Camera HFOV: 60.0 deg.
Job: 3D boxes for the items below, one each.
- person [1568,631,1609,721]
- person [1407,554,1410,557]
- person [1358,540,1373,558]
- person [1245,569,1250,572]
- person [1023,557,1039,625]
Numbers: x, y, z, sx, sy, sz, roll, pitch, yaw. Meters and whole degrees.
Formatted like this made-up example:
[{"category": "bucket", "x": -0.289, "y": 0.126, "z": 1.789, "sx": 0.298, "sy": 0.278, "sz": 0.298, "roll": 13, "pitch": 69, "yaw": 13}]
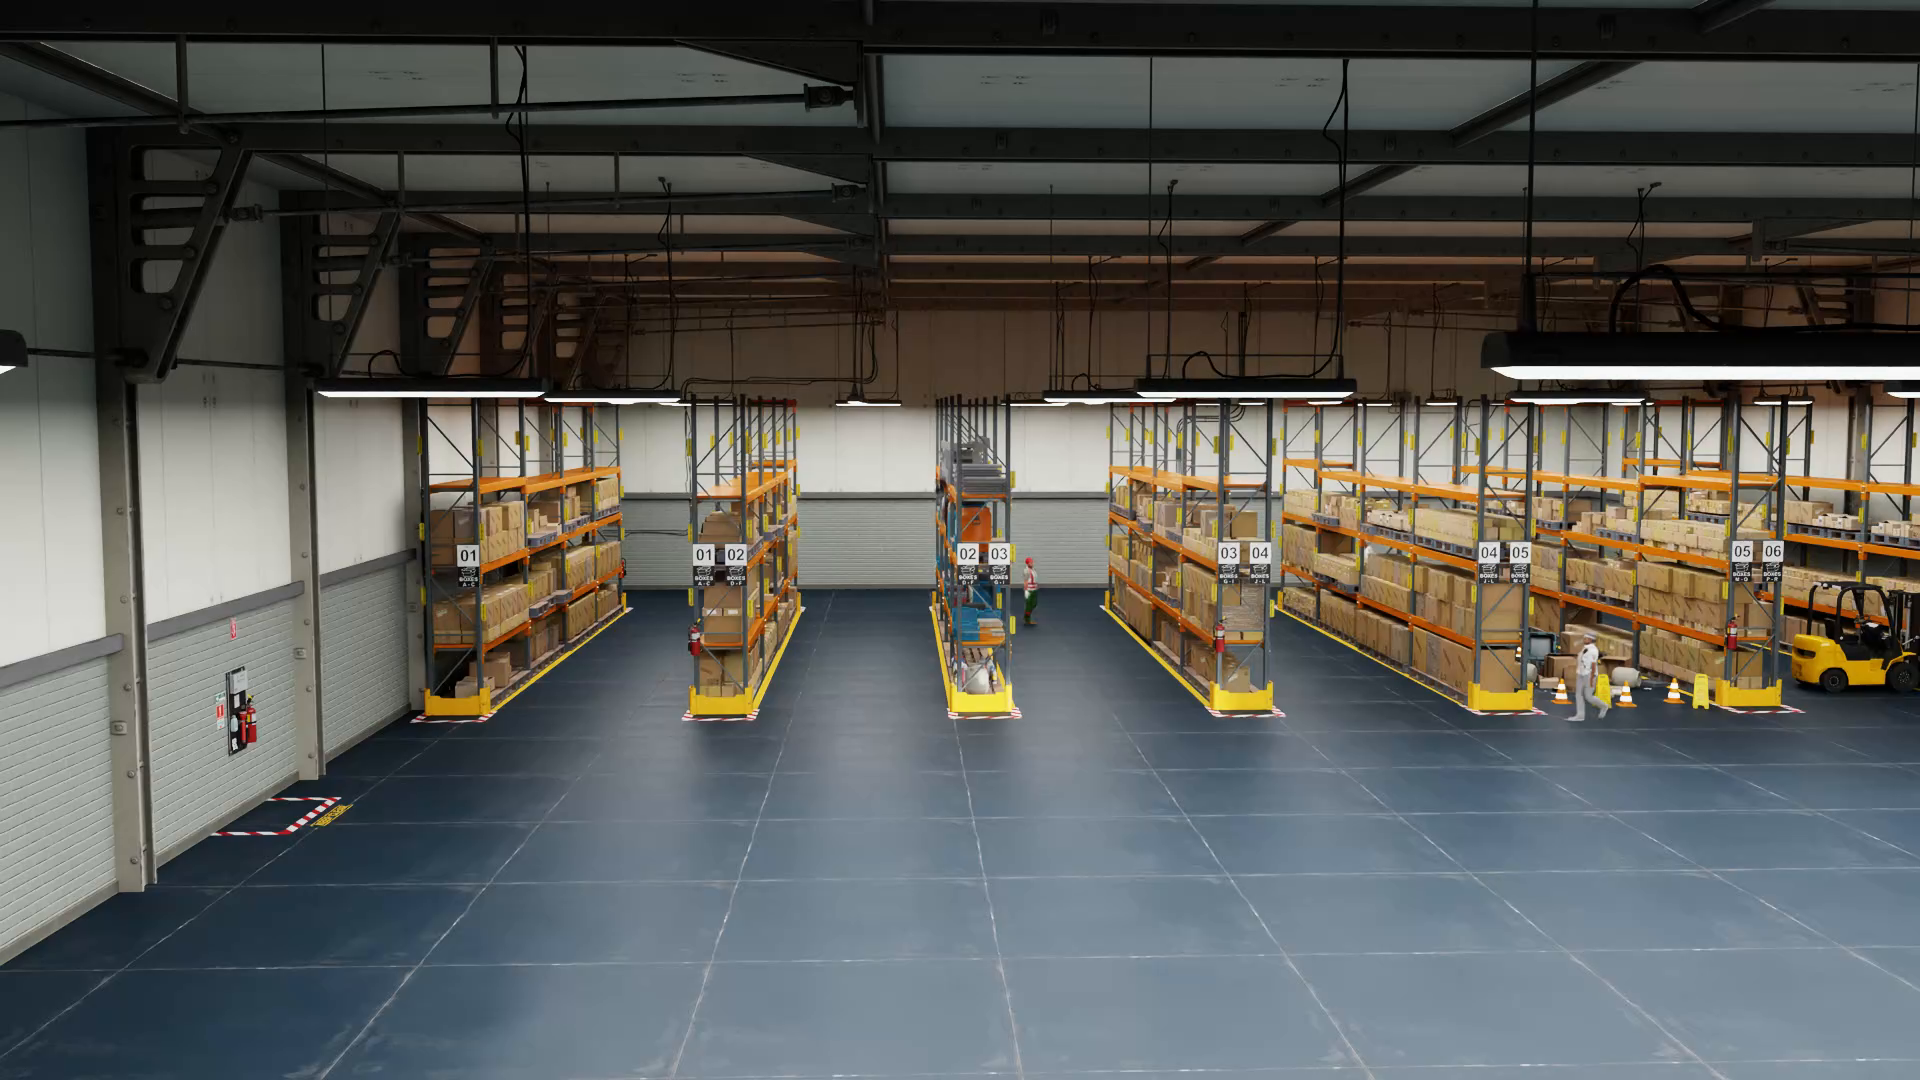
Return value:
[{"category": "person", "x": 11.496, "y": 2.486, "z": 30.405, "sx": 0.637, "sy": 1.674, "sz": 0.450, "roll": -2, "pitch": 5, "yaw": -19}, {"category": "person", "x": 12.346, "y": 1.255, "z": 45.686, "sx": 0.438, "sy": 1.769, "sz": 0.628, "roll": 0, "pitch": 5, "yaw": 6}, {"category": "person", "x": 12.587, "y": 0.794, "z": 51.587, "sx": 1.025, "sy": 1.741, "sz": 0.630, "roll": -1, "pitch": 5, "yaw": -13}, {"category": "person", "x": 8.706, "y": 0.978, "z": 49.463, "sx": 0.584, "sy": 1.728, "sz": 1.035, "roll": 2, "pitch": 5, "yaw": 21}, {"category": "person", "x": 1.868, "y": 1.347, "z": 44.289, "sx": 0.464, "sy": 1.794, "sz": 0.641, "roll": 3, "pitch": 5, "yaw": 30}]
